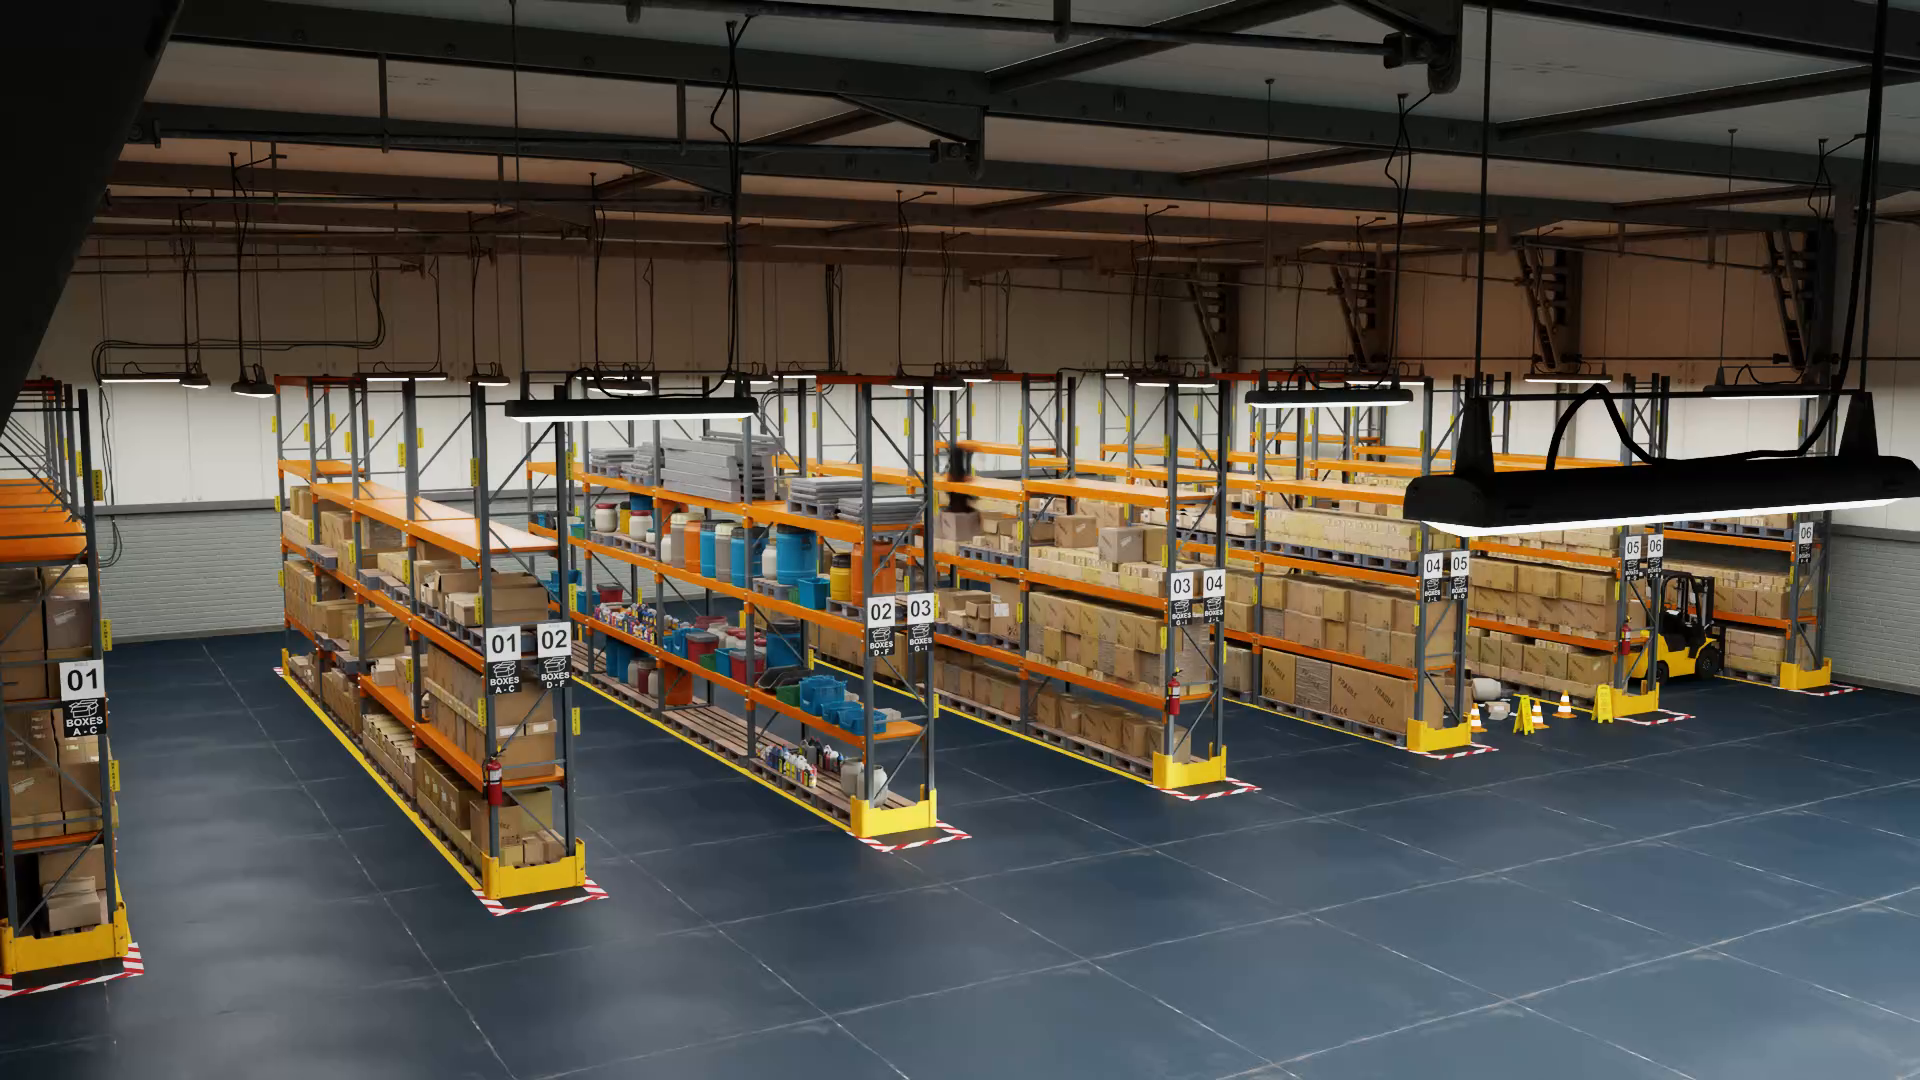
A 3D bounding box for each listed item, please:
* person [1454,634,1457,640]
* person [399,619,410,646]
[{"bbox_3d":[10.540,1.668,35.877,0.539,1.510,0.575,-5,8,-39],"label":"person"},{"bbox_3d":[-11.422,1.793,34.119,0.629,1.697,0.602,5,8,40],"label":"person"}]
